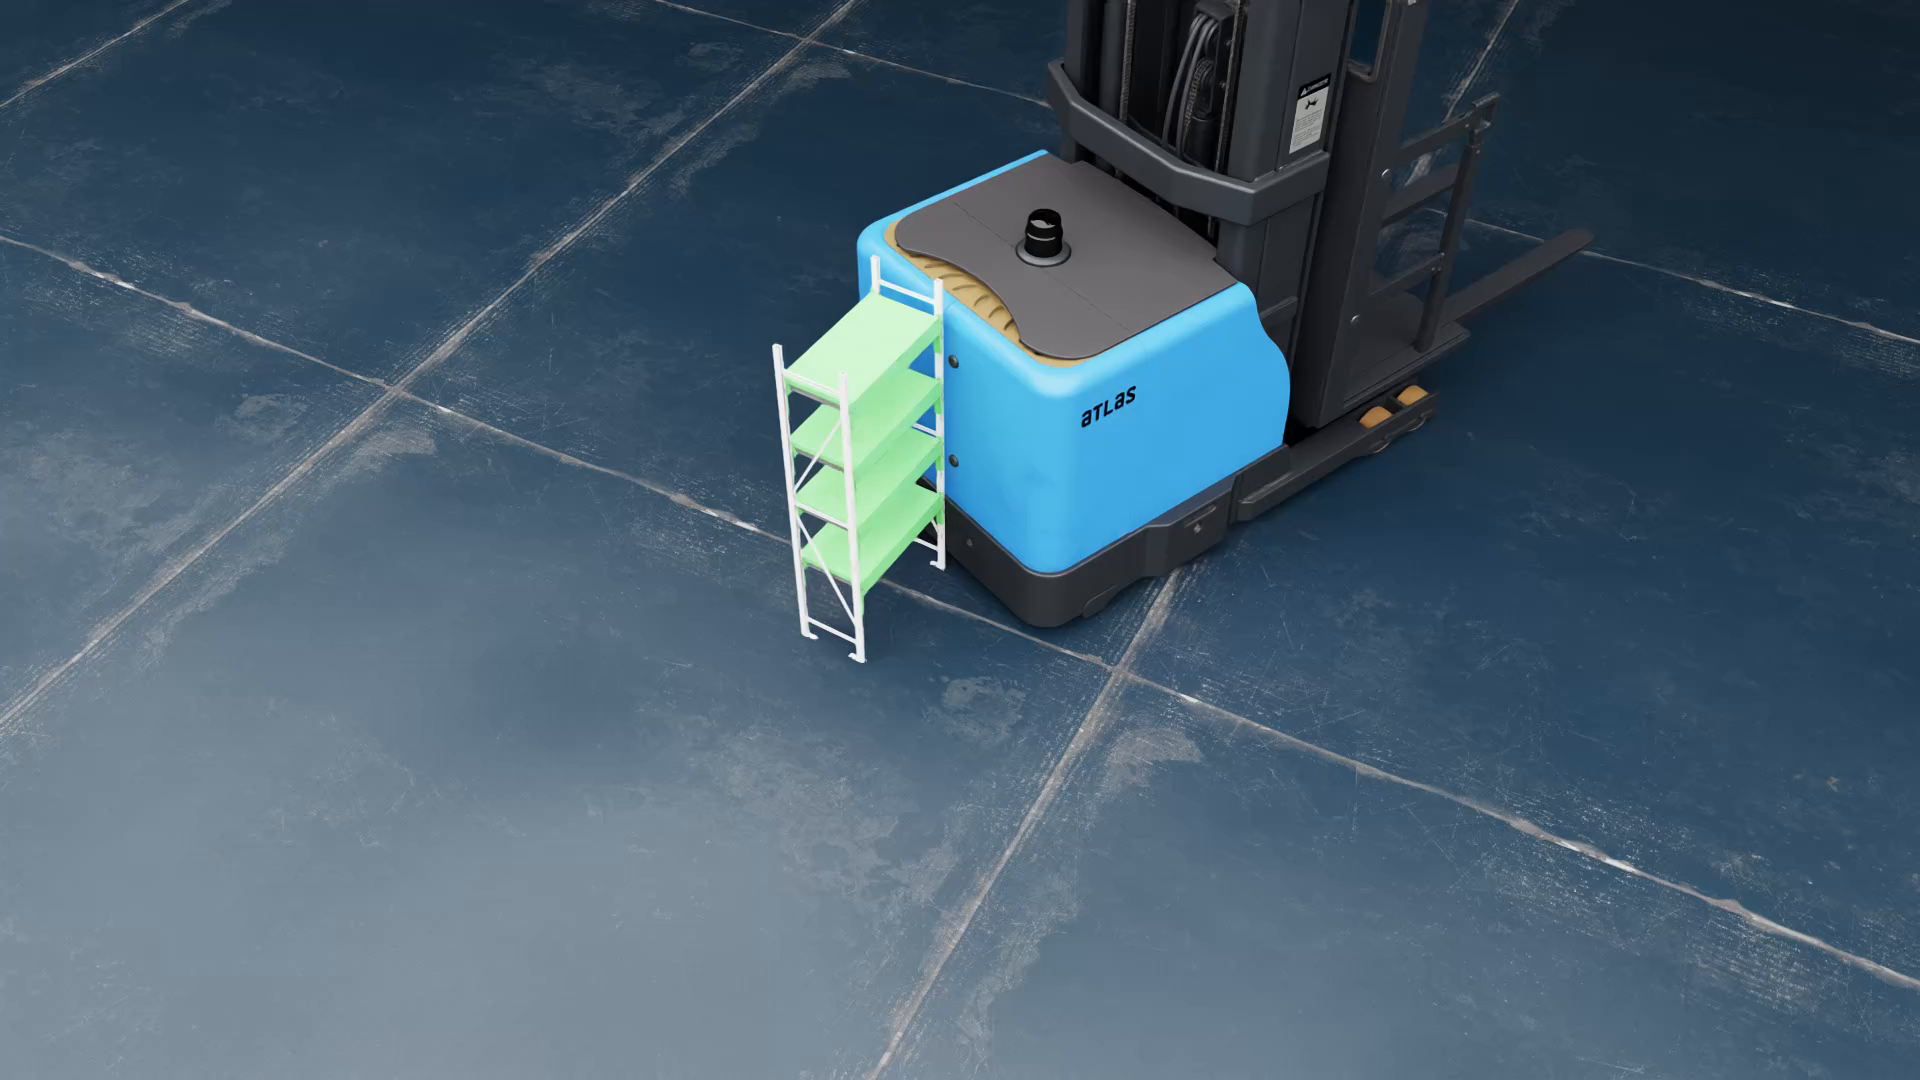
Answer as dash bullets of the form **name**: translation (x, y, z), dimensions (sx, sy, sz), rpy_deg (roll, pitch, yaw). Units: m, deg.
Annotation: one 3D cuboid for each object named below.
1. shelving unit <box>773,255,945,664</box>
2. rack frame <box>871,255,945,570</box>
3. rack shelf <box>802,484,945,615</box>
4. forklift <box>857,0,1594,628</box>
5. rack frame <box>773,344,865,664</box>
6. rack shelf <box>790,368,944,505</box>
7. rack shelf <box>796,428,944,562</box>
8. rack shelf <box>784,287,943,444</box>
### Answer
- **shelving unit**: translation (-0.284, -0.221, 5.124), dimensions (0.258, 1.200, 0.503), rpy_deg (24, 50, 22)
- **rack frame**: translation (-0.156, -0.368, 5.270), dimensions (0.240, 1.200, 0.015), rpy_deg (24, 50, 22)
- **rack shelf**: translation (-0.284, -0.007, 5.341), dimensions (0.258, 0.148, 0.480), rpy_deg (24, 50, 22)
- **forklift**: translation (1.136, -1.620, 5.290), dimensions (3.031, 2.935, 1.130), rpy_deg (-29, 52, -26)
- **rack frame**: translation (-0.412, -0.073, 4.978), dimensions (0.240, 1.200, 0.015), rpy_deg (24, 50, 22)
- **rack shelf**: translation (-0.284, -0.344, 4.999), dimensions (0.258, 0.148, 0.480), rpy_deg (24, 50, 22)
- **rack shelf**: translation (-0.284, -0.176, 5.170), dimensions (0.258, 0.148, 0.480), rpy_deg (24, 50, 22)
- **rack shelf**: translation (-0.284, -0.513, 4.828), dimensions (0.258, 0.148, 0.480), rpy_deg (24, 50, 22)
